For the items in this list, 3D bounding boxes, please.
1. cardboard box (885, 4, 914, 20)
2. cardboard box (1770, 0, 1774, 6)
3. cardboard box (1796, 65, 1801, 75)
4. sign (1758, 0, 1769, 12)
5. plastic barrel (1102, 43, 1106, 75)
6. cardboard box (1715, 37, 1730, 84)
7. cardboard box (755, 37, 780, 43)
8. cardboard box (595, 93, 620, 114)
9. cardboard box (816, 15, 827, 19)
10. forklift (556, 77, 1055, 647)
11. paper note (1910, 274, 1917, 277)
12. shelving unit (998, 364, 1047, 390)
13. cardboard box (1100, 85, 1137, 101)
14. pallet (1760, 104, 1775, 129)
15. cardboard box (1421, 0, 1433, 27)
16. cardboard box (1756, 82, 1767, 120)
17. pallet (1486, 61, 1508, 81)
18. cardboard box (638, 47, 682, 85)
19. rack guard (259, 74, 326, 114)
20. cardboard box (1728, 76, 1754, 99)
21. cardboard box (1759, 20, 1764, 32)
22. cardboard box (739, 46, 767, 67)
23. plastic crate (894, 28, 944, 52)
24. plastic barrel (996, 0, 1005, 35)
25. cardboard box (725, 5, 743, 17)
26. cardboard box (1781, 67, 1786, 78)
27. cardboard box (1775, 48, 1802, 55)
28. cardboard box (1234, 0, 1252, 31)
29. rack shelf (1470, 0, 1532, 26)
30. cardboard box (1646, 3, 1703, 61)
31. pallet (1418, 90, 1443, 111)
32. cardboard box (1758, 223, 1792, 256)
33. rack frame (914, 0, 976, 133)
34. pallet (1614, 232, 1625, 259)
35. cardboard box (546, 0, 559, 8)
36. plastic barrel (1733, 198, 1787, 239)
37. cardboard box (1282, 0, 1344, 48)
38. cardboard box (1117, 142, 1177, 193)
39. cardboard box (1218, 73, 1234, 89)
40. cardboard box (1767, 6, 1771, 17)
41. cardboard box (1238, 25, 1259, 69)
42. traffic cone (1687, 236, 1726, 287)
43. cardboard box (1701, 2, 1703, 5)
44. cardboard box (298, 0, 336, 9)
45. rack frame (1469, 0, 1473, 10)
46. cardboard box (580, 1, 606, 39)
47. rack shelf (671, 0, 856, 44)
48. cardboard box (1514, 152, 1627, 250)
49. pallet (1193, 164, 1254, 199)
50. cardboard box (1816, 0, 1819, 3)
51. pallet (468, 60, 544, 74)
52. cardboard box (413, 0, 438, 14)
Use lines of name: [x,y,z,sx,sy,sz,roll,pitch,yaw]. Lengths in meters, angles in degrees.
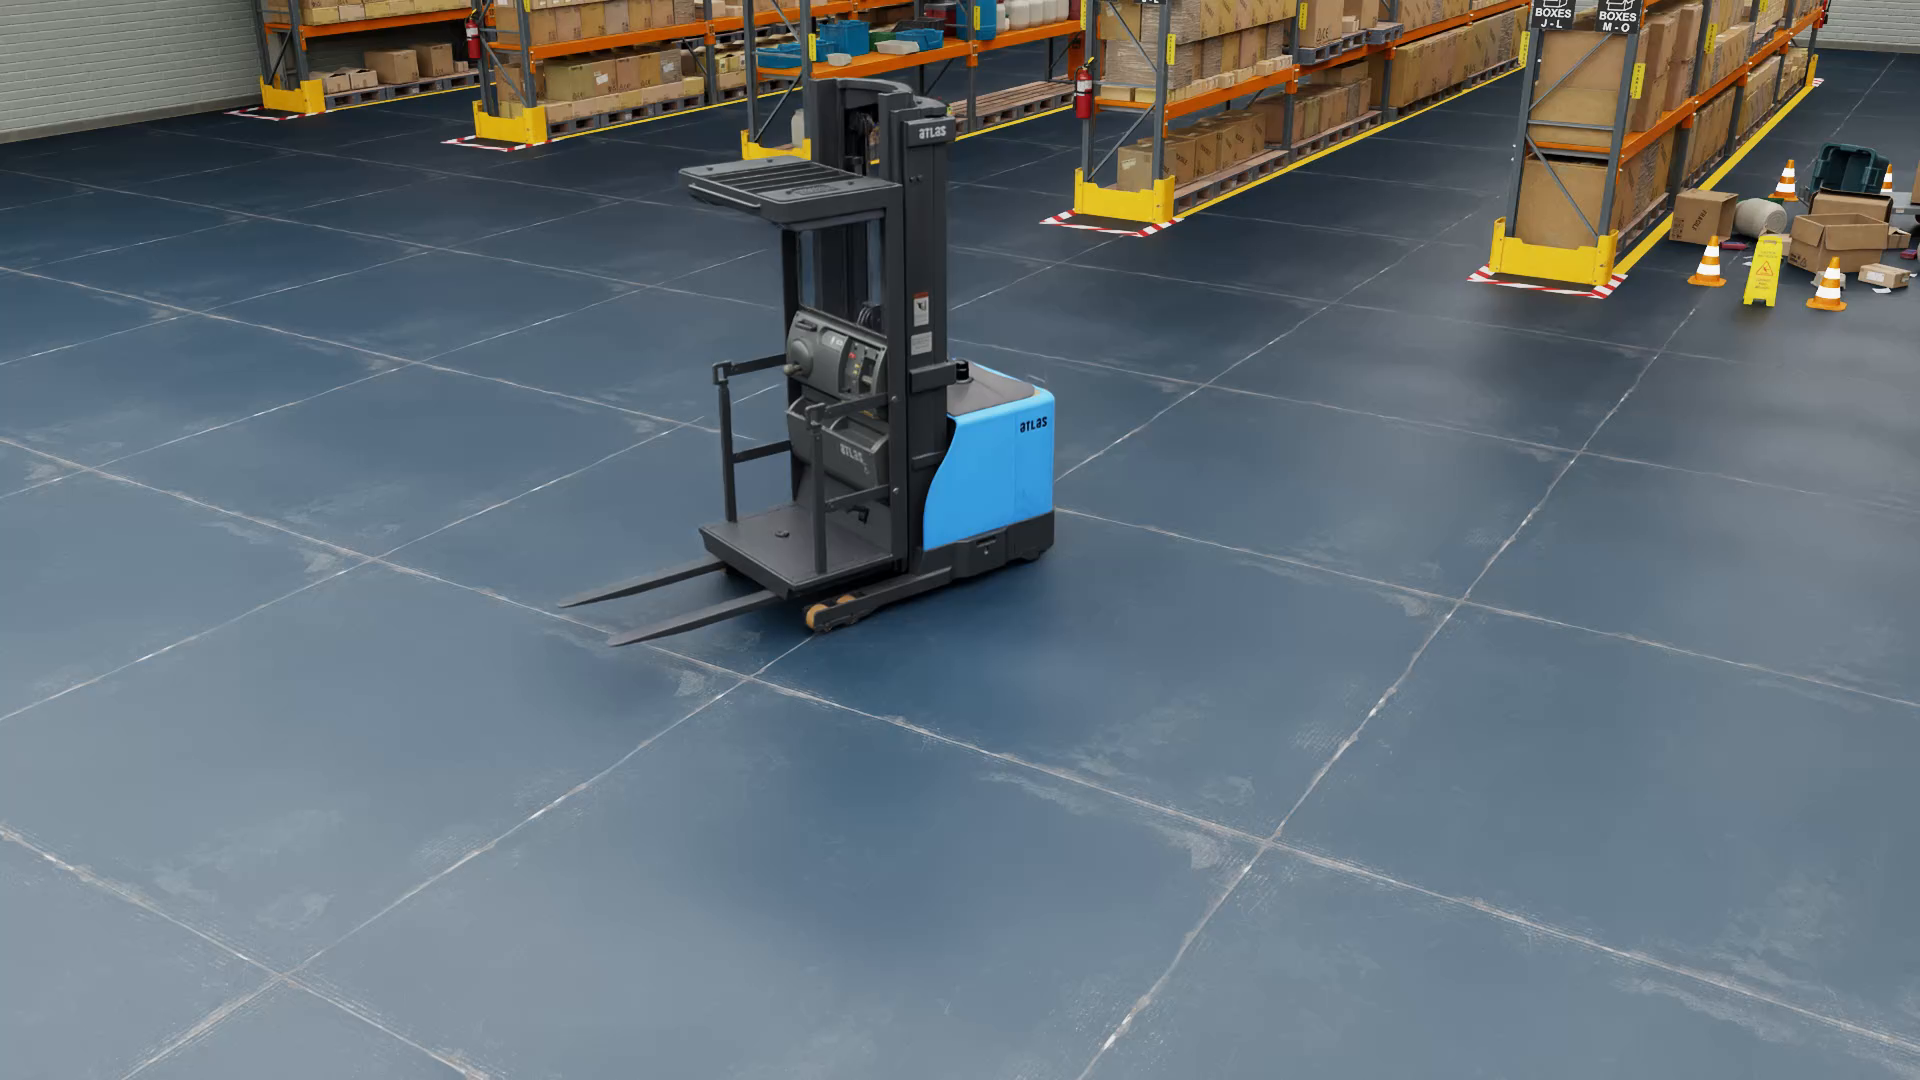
cardboard box: [-1.194,-10.246,32.292,0.500,0.250,0.500,14,27,29]
cardboard box: [11.636,-7.881,24.217,0.380,0.149,0.250,13,26,27]
cardboard box: [13.909,-7.926,27.969,0.380,0.149,0.250,14,27,30]
sign: [10.733,-7.213,22.178,0.100,0.325,0.005,14,27,29]
plastic barrel: [2.357,-8.337,28.835,0.421,0.512,0.421,0,23,0]
cardboard box: [9.187,-5.952,20.598,0.500,0.500,0.500,14,27,29]
cardboard box: [-3.381,-8.669,29.227,0.500,0.311,0.500,13,27,28]
cardboard box: [-5.538,-6.651,25.269,0.500,0.250,0.500,14,27,29]
cardboard box: [-3.393,-11.952,37.201,0.700,0.500,0.500,15,27,30]
forklift: [-0.880,-1.047,9.480,3.031,2.935,1.130,-17,29,-34]
paper note: [9.682,-2.717,17.002,0.142,0.019,0.148,-17,29,-35]
shelving unit: [0.396,-0.597,10.806,0.252,1.050,0.215,-17,29,-34]
cardboard box: [1.854,-5.194,19.288,0.380,0.149,0.250,14,27,29]
pallet: [11.960,-6.604,25.739,1.003,0.211,1.213,14,27,29]
cardboard box: [7.124,-8.371,26.185,0.500,0.500,0.500,13,27,28]
cardboard box: [11.648,-6.544,24.709,0.500,0.500,0.500,13,27,28]
pallet: [9.320,-8.594,30.336,1.003,0.211,1.213,14,27,29]
cardboard box: [-4.757,-7.504,26.296,0.500,0.500,0.500,14,27,29]
rack guard: [-10.705,-7.162,26.666,1.175,0.500,0.348,14,27,29]
cardboard box: [10.829,-6.368,23.358,0.500,0.250,0.500,13,26,27]
cardboard box: [11.230,-7.346,23.731,0.380,0.149,0.250,15,28,31]
cardboard box: [-3.455,-8.215,28.178,0.500,0.311,0.500,13,27,27]
plastic crate: [-0.572,-7.059,23.468,0.499,0.251,0.616,14,27,29]
plastic barrel: [0.472,-7.897,25.045,0.433,0.535,0.433,0,23,0]
cardboard box: [-3.784,-8.738,27.475,0.380,0.149,0.250,14,27,29]
cardboard box: [12.923,-7.457,26.511,0.380,0.149,0.250,15,28,31]
cardboard box: [14.234,-8.349,28.572,0.380,0.149,0.250,14,27,30]
cardboard box: [3.192,-6.446,20.105,0.500,0.500,0.500,14,27,29]
rack shelf: [9.264,-9.565,29.974,1.077,0.370,4.000,14,27,29]
cardboard box: [7.735,-5.683,18.555,0.875,0.550,0.550,14,27,29]
pallet: [7.224,-7.251,27.233,1.003,0.211,1.213,14,27,29]
cardboard box: [8.808,-3.226,17.867,0.396,0.266,0.258,20,30,38]
rack frame: [-0.219,-7.558,24.433,1.000,3.000,0.127,14,27,29]
pallet: [6.395,-3.103,17.652,1.003,0.211,1.213,14,27,29]
cardboard box: [-6.008,-7.768,23.975,0.380,0.149,0.250,13,27,28]
plastic barrel: [8.855,-3.560,18.440,0.421,0.421,0.512,-7,24,-17]
cardboard box: [4.527,-7.227,22.384,1.000,1.000,1.000,14,27,29]
cardboard box: [2.223,-4.423,19.808,0.500,0.500,0.500,20,30,38]
cardboard box: [3.106,-5.587,20.196,0.380,0.149,0.250,14,27,29]
cardboard box: [11.502,-7.658,24.078,0.380,0.149,0.250,15,28,31]
cardboard box: [3.228,-6.212,20.824,0.875,0.500,0.500,14,27,29]
traffic cone: [7.526,-2.814,16.667,0.336,0.463,0.334,14,27,29]
cardboard box: [8.407,-6.120,19.727,0.700,0.500,0.500,13,27,28]
cardboard box: [-10.238,-8.667,26.213,0.500,0.500,0.500,14,27,29]
rack frame: [8.209,-9.220,28.272,1.000,3.000,0.127,14,27,29]
cardboard box: [-5.738,-7.792,24.849,0.700,0.500,0.500,14,27,29]
rack shelf: [-3.370,-8.942,28.536,1.077,0.370,4.000,14,27,29]
cardboard box: [6.341,-3.557,17.336,0.875,0.875,0.875,14,27,29]
pallet: [3.022,-4.593,21.093,1.003,0.211,1.213,14,27,29]
cardboard box: [14.185,-9.301,27.958,0.500,0.500,0.500,13,27,28]
pallet: [-8.226,-8.617,30.390,1.003,0.211,1.213,14,27,29]
cardboard box: [-9.150,-9.012,27.954,0.500,0.250,0.500,14,27,29]
